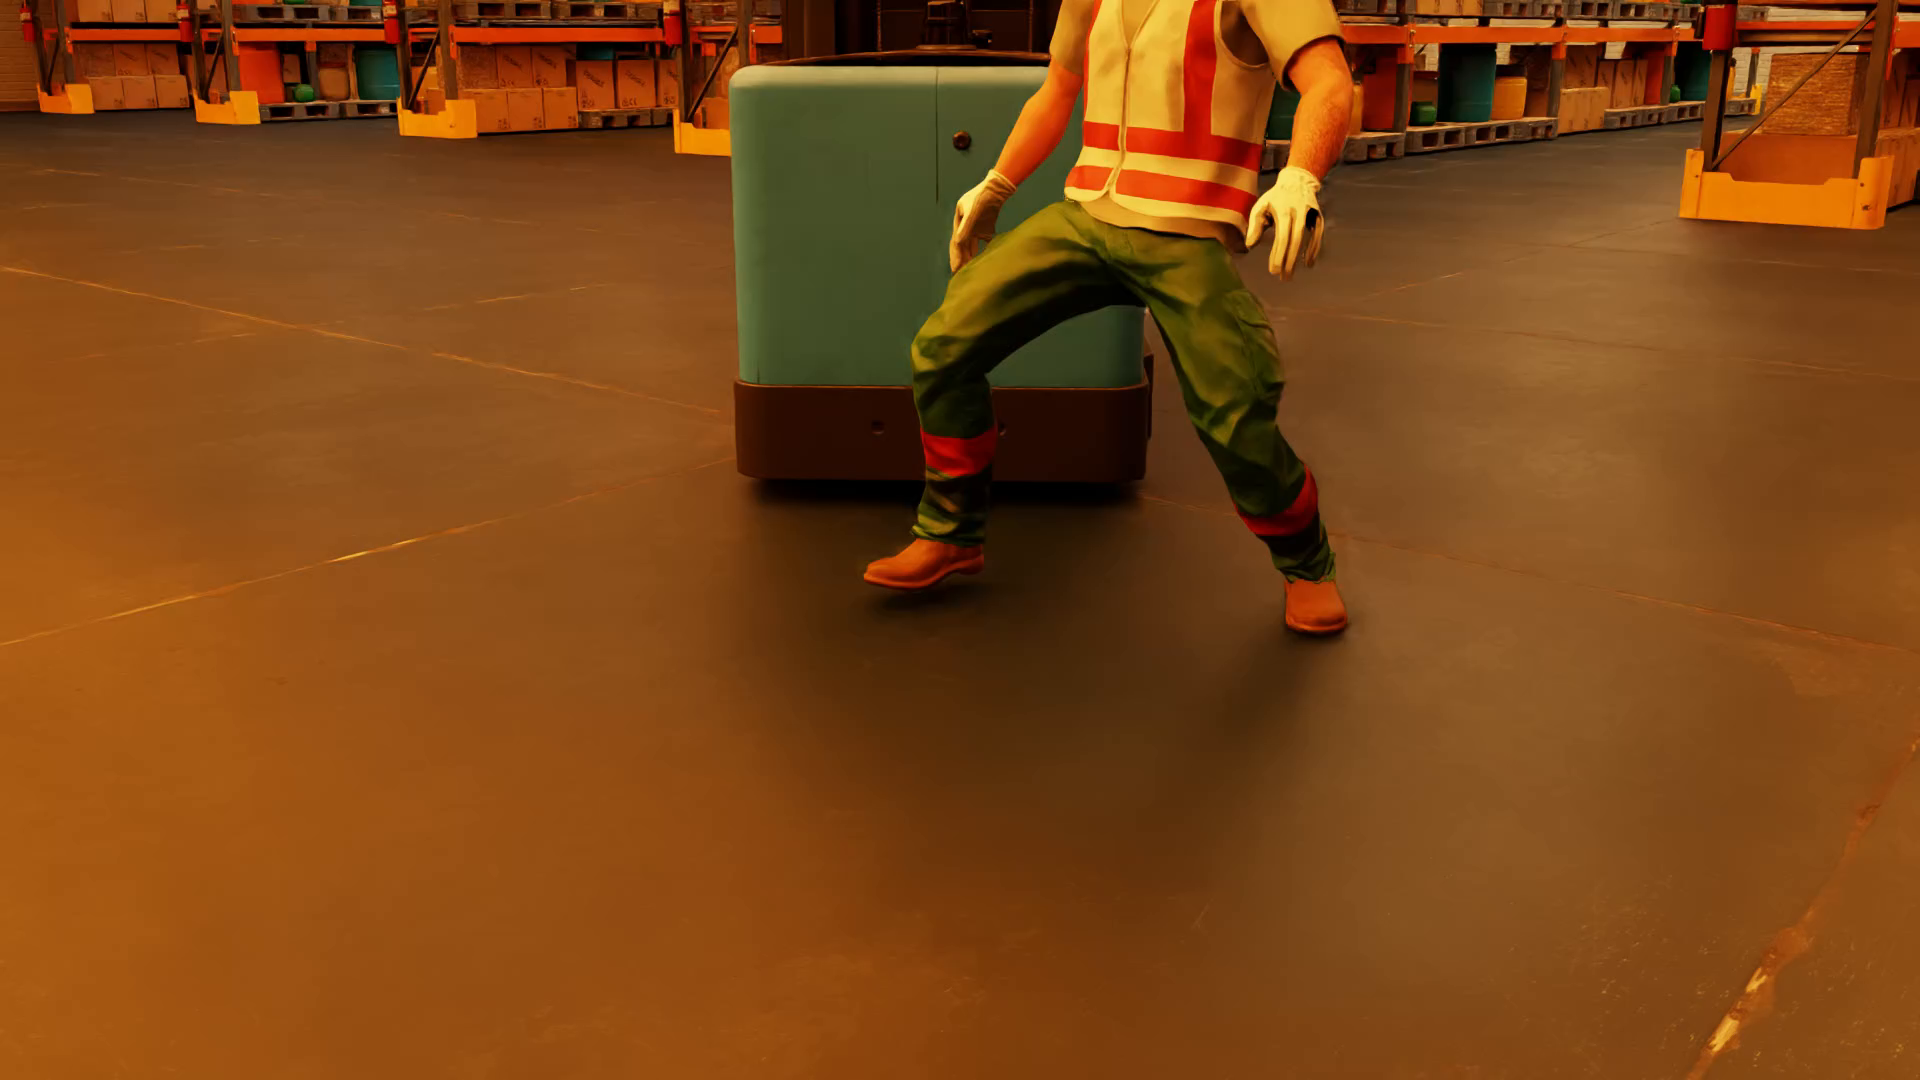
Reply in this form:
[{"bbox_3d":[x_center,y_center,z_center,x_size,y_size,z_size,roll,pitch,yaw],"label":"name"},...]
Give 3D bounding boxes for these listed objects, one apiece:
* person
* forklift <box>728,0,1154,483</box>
[{"bbox_3d":[0.374,-0.625,3.201,0.760,1.640,0.961,-16,23,-42],"label":"person"},{"bbox_3d":[0.013,-1.920,5.221,1.130,2.935,3.031,1,17,2],"label":"forklift"}]
